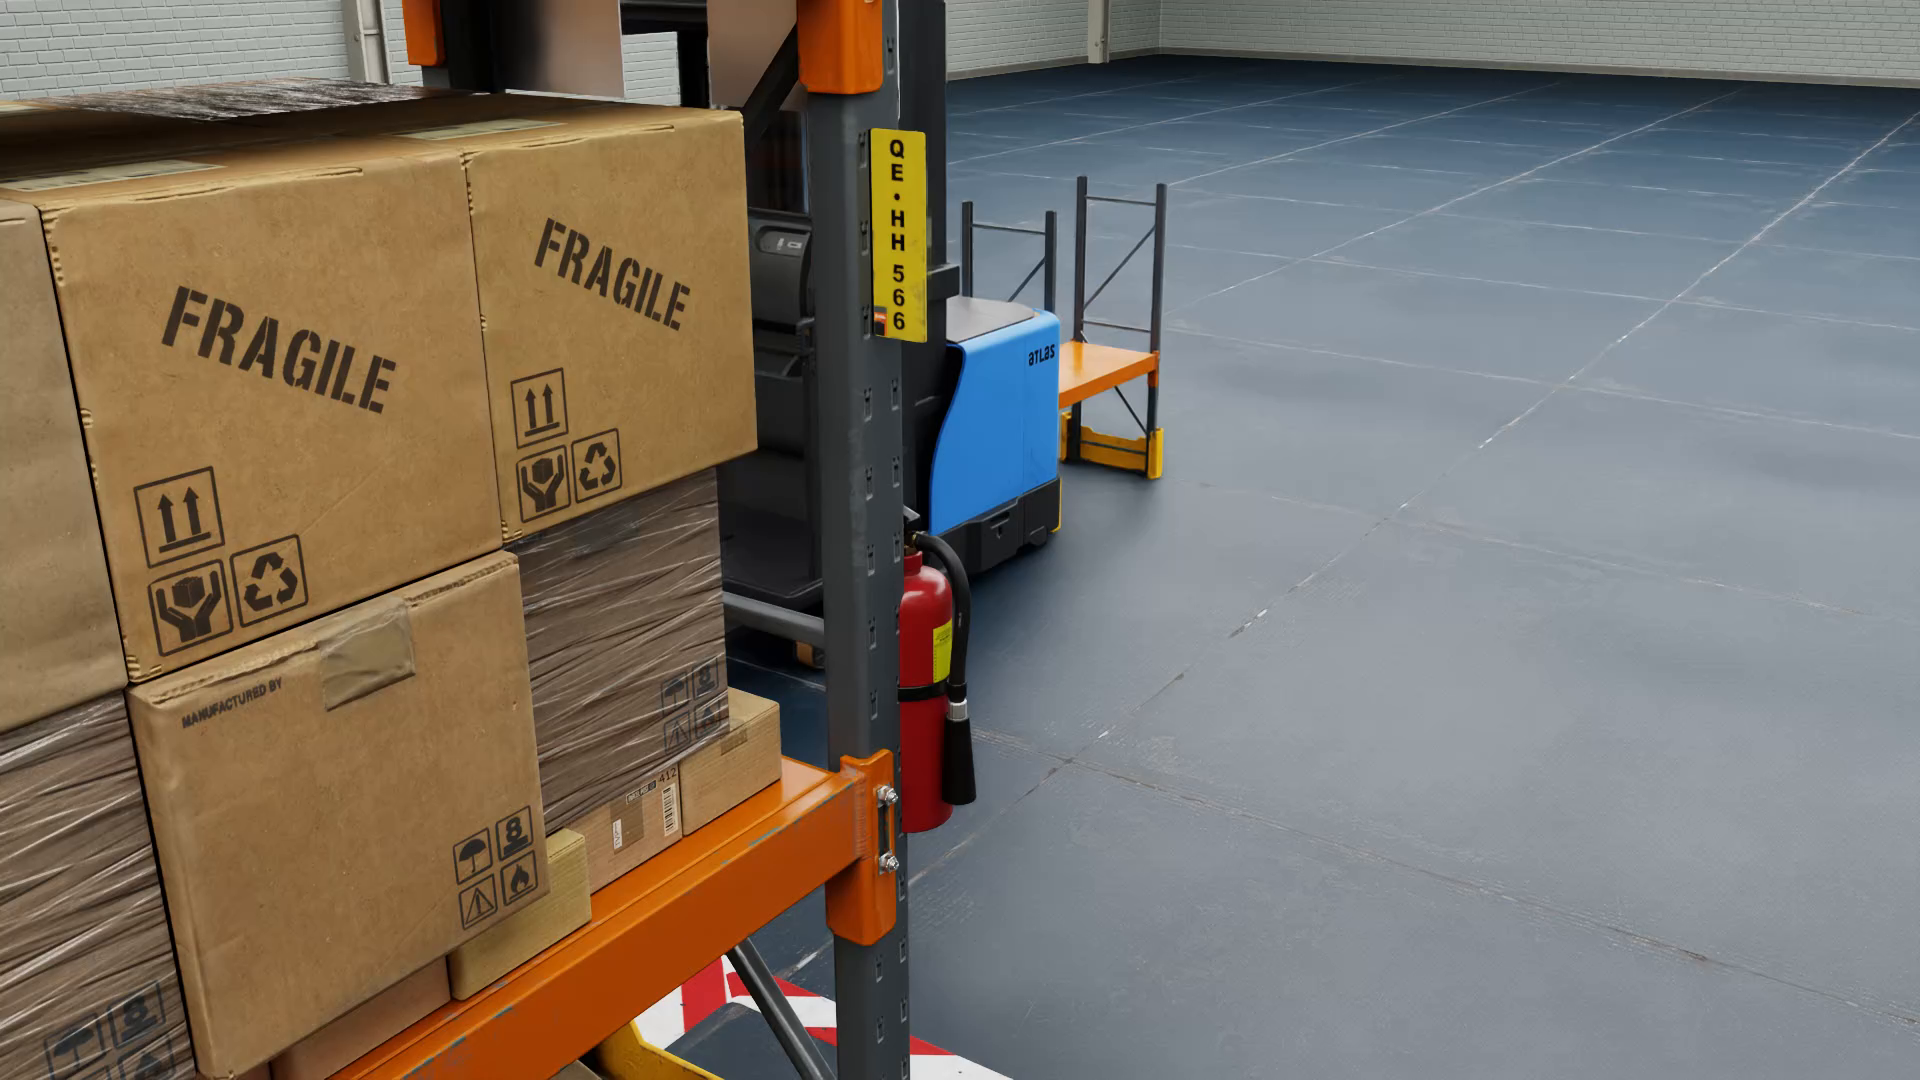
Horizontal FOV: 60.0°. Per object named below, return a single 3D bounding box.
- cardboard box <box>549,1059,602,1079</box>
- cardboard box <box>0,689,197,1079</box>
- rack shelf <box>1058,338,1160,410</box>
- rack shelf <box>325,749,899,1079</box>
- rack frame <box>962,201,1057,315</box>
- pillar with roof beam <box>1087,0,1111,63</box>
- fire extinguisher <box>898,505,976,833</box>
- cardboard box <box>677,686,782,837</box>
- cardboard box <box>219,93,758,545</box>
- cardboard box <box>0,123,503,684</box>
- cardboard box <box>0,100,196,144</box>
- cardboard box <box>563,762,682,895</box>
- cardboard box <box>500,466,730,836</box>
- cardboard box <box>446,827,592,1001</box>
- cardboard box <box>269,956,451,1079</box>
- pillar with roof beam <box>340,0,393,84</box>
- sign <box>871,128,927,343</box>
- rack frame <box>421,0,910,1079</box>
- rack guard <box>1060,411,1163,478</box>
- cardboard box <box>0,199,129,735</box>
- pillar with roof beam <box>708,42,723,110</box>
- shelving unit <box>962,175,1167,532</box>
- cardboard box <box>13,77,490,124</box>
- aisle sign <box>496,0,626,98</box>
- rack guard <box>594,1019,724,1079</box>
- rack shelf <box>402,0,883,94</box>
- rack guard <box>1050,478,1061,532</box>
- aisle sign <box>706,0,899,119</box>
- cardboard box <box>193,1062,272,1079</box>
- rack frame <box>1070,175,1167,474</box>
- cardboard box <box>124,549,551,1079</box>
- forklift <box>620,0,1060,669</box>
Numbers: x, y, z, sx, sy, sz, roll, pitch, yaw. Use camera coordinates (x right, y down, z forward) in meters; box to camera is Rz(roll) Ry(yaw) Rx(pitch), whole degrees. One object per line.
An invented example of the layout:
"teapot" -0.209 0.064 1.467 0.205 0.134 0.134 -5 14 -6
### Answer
"cardboard box" -0.908 1.256 3.044 0.500 0.500 0.500 19 28 42
"cardboard box" -1.373 0.372 1.862 0.875 0.500 0.500 13 24 32
"rack shelf" 0.514 -0.783 8.238 0.538 0.185 1.000 14 24 33
"rack shelf" -1.667 1.016 1.732 1.077 0.370 4.000 13 24 32
"rack frame" 0.221 -0.807 7.786 0.500 1.500 0.032 14 24 33
"pillar with roof beam" 6.442 -13.353 30.893 9.100 9.000 0.400 13 24 32
"fire extinguisher" -0.097 0.198 3.018 0.296 0.674 0.183 13 24 32
"cardboard box" -0.532 0.344 2.873 0.380 0.149 0.250 13 24 32
"cardboard box" -0.647 -0.345 2.360 0.500 0.500 0.500 13 24 32
"cardboard box" -0.924 -0.200 1.969 0.500 0.500 0.500 13 24 32
"cardboard box" -1.364 -0.304 2.249 0.500 0.500 0.500 13 24 32
"cardboard box" -0.673 0.416 2.679 0.380 0.149 0.250 13 24 32
"cardboard box" -0.875 0.070 2.678 0.875 0.500 0.500 13 24 32
"cardboard box" -0.771 0.498 2.458 0.380 0.149 0.250 13 24 32
"cardboard box" -0.924 0.566 2.272 0.380 0.149 0.250 13 24 32
"pillar with roof beam" -3.677 -8.188 16.931 9.100 9.000 0.400 13 24 32
"sign" -0.095 -0.473 2.595 0.100 0.325 0.005 13 24 32
"rack frame" -0.545 0.104 3.161 0.949 2.616 0.053 13 24 32
"rack guard" 0.795 -0.504 8.767 0.587 0.250 0.087 14 24 33
"cardboard box" -1.207 -0.057 1.582 0.500 0.500 0.500 13 24 32
"pillar with roof beam" -0.304 -9.910 21.585 9.100 9.000 0.400 13 24 32
"shelving unit" 0.508 -0.949 8.169 0.587 1.500 1.083 14 24 33
"cardboard box" -1.077 -0.446 2.634 0.500 0.500 0.500 13 24 32
"aisle sign" -0.756 -1.191 2.914 0.394 0.787 0.004 13 24 32
"rack guard" -0.585 1.299 3.534 1.175 0.500 0.348 13 24 32
"rack shelf" -1.667 -0.391 1.212 1.077 0.370 4.000 13 24 32
"rack guard" 0.222 -0.222 8.004 0.587 0.250 0.087 14 24 33
"aisle sign" -0.260 -1.074 2.598 0.394 0.787 0.004 13 24 32
"cardboard box" -1.099 0.630 2.100 0.380 0.149 0.250 13 24 32
"rack frame" 0.807 -1.096 8.565 0.500 1.500 0.032 14 24 33
"cardboard box" -1.056 0.237 2.227 0.875 0.500 0.500 13 24 32
"forklift" -0.797 -1.066 6.423 1.130 2.935 3.031 14 24 33
